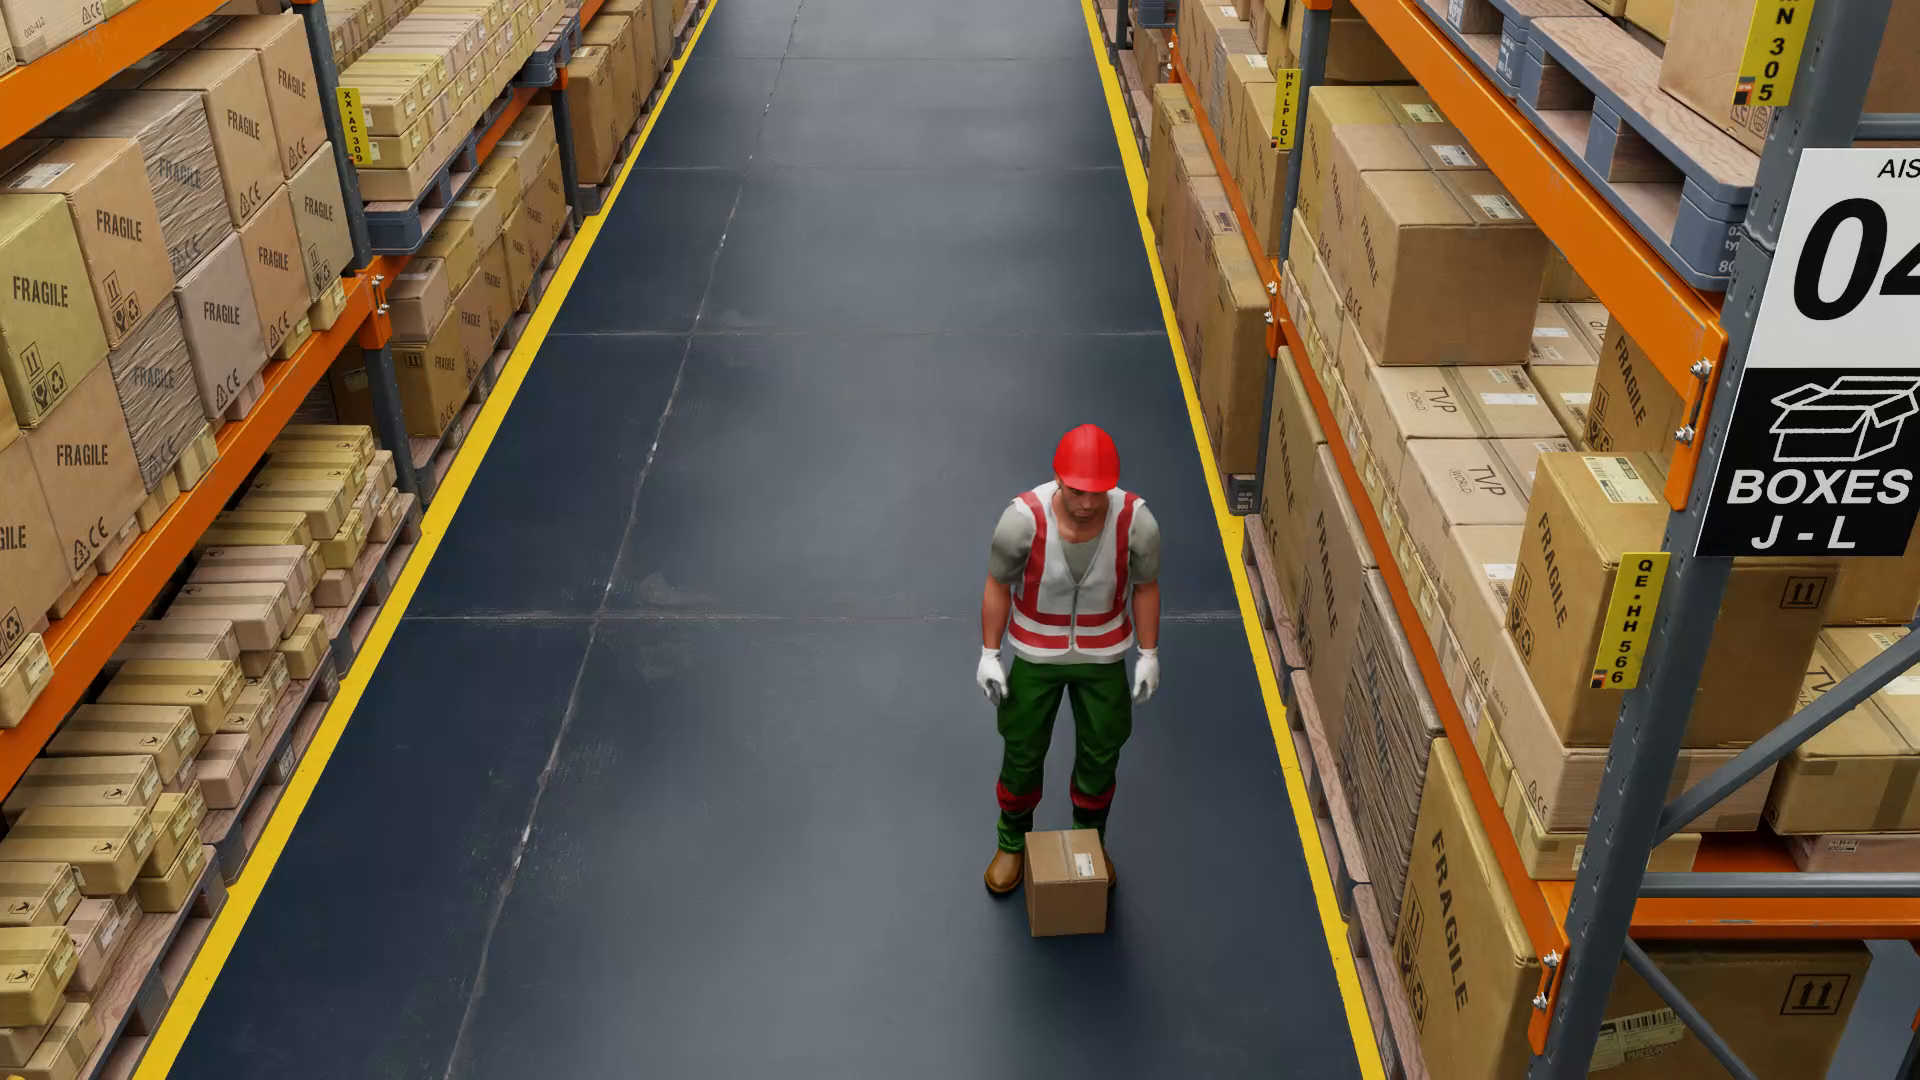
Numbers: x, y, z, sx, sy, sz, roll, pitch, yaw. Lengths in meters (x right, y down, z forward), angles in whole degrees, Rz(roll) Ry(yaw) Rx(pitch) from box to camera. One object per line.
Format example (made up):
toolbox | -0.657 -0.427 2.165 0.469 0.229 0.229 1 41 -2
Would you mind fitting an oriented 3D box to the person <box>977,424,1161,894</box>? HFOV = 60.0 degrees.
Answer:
person | 3.611 -2.469 10.189 7.255 1.779 11.425 0 31 -1
